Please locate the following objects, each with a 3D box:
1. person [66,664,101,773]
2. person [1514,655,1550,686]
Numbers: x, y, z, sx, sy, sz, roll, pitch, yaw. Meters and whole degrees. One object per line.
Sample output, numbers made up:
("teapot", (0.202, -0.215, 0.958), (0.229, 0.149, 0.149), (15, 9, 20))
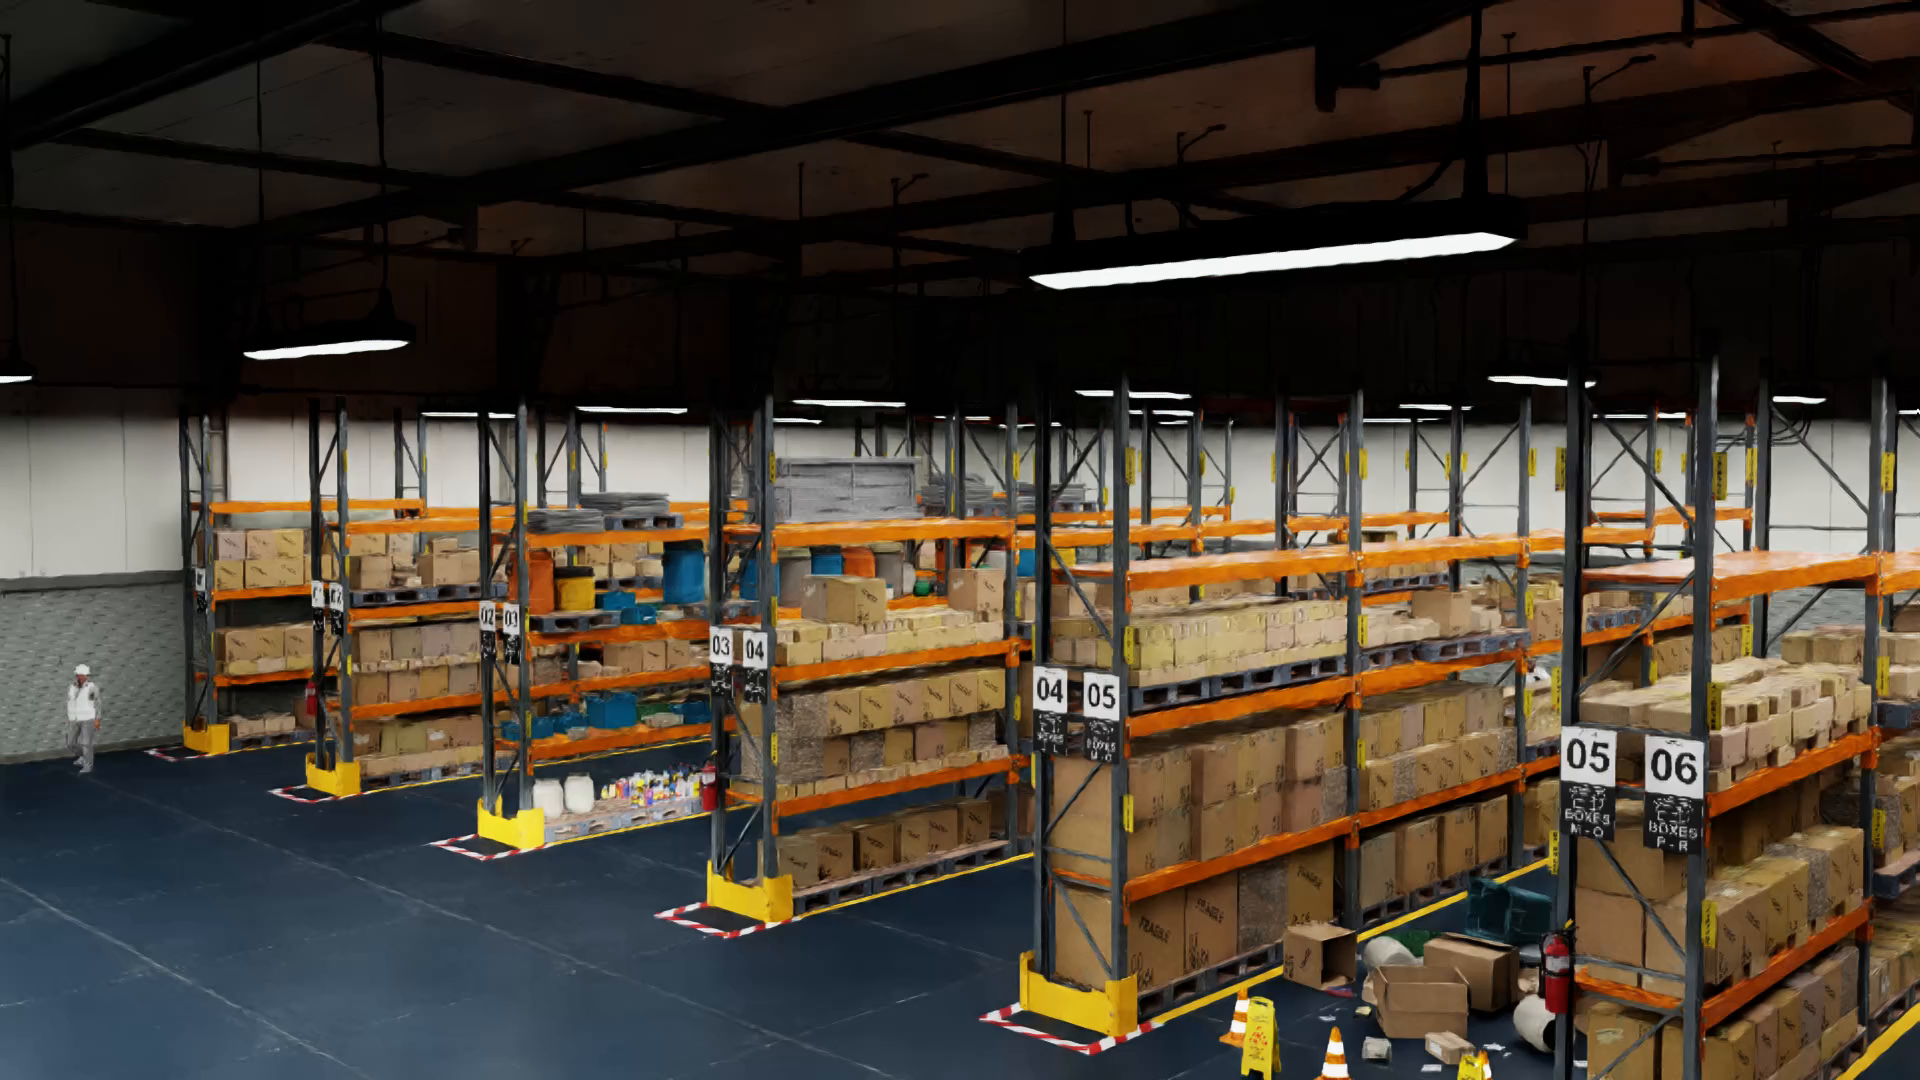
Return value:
("person", (-14.130, 2.871, 26.852), (0.581, 1.768, 0.559), (0, 3, 7))
("person", (9.910, 2.798, 28.769), (0.682, 1.715, 0.542), (3, 4, 42))
